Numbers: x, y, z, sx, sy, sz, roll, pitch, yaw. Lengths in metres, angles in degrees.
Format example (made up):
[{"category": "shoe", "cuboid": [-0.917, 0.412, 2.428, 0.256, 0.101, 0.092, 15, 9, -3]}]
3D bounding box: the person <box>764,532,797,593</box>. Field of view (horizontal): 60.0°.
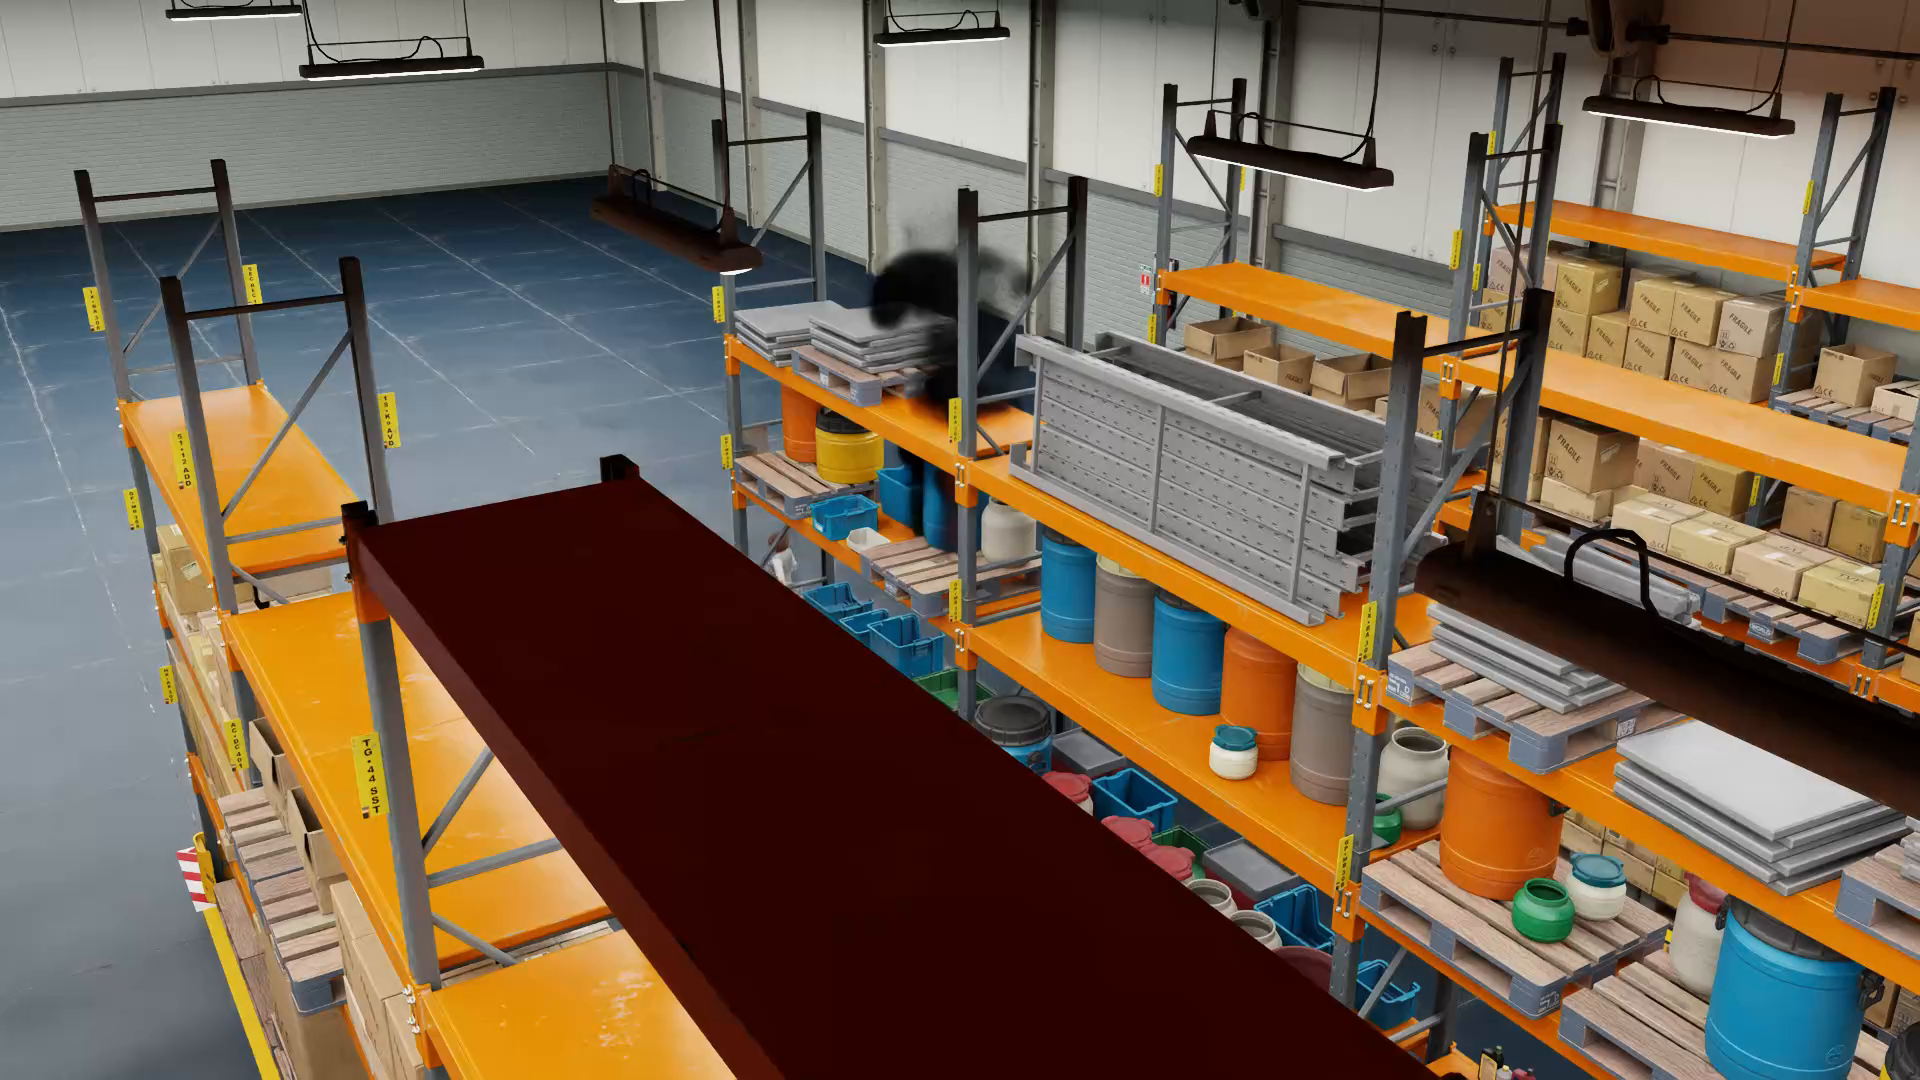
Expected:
[{"category": "person", "cuboid": [-1.876, 0.644, 17.701, 0.715, 1.590, 0.561, 6, 23, 14]}]
